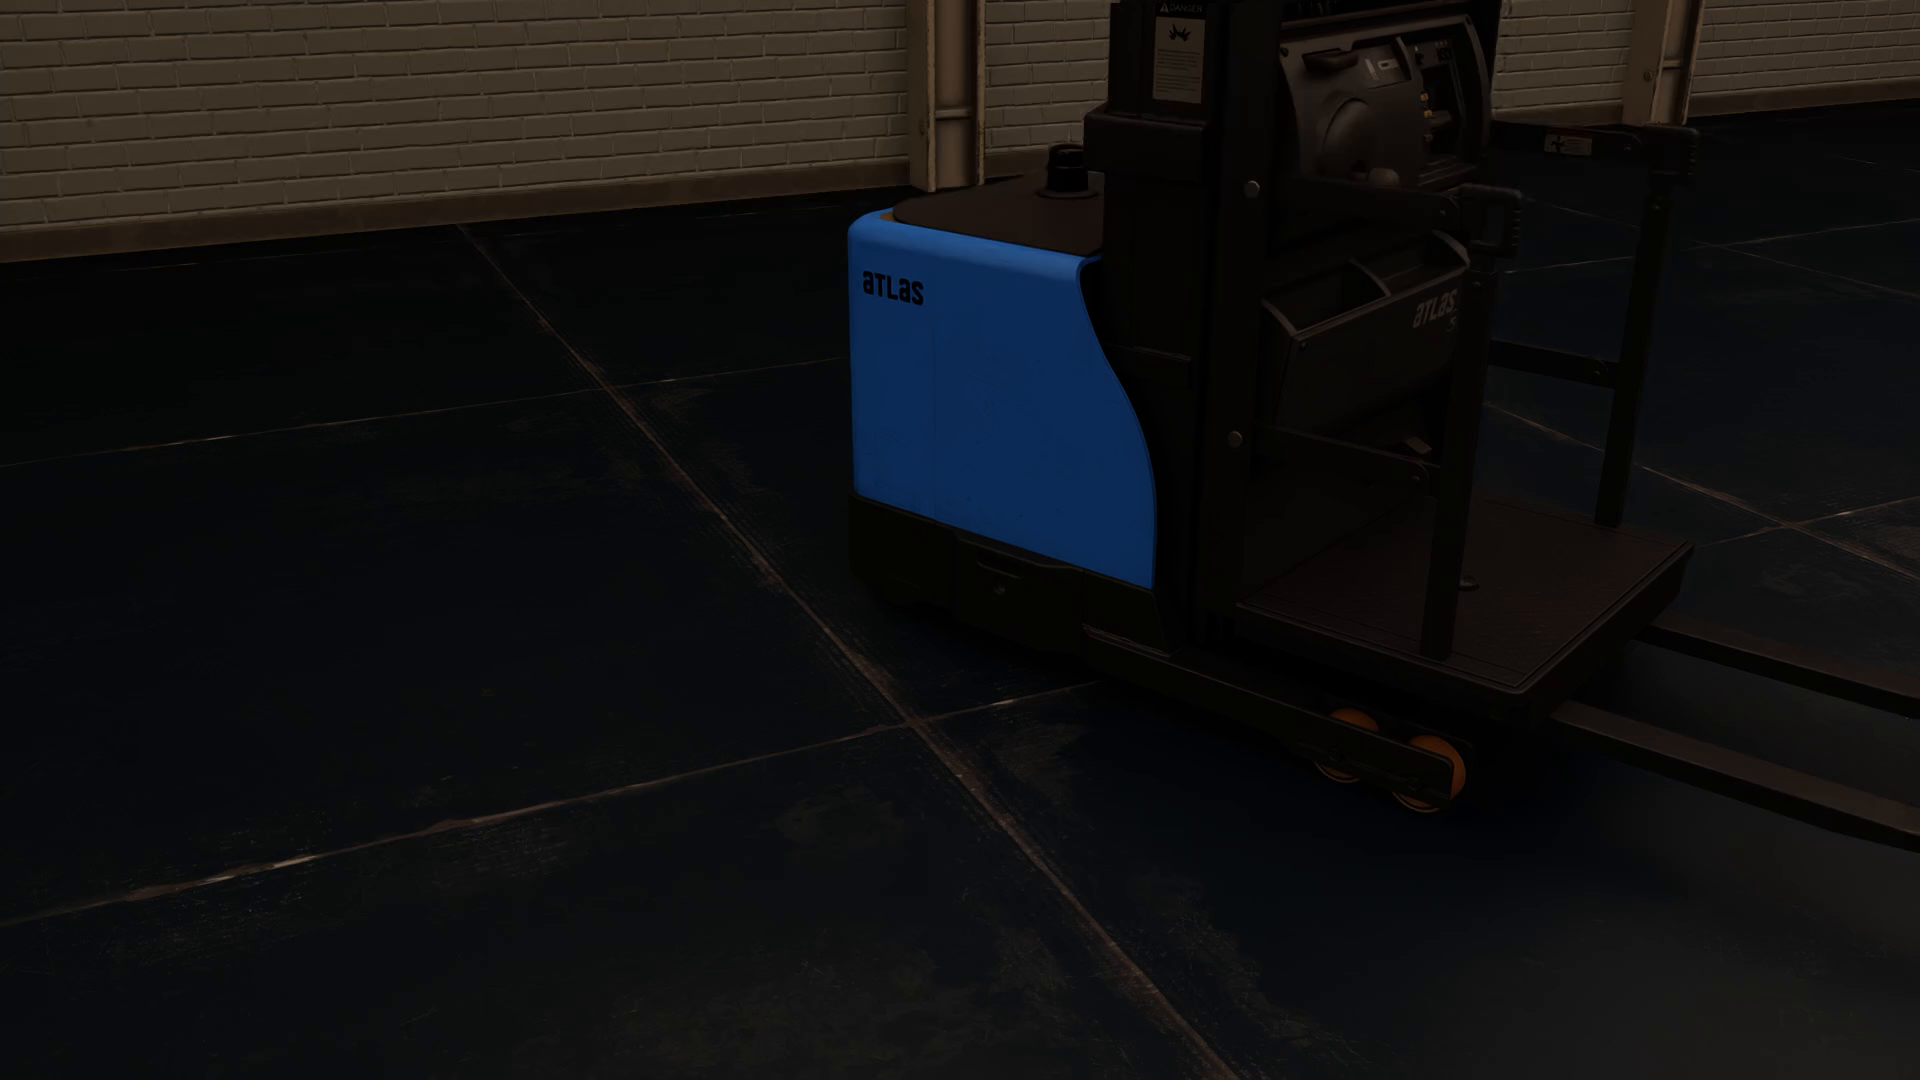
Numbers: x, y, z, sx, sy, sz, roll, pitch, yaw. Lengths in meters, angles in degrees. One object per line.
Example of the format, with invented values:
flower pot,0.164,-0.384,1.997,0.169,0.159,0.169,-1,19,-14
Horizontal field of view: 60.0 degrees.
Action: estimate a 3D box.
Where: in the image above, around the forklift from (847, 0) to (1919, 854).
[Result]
forklift,1.137,-0.982,3.650,3.031,2.935,1.130,18,29,37
